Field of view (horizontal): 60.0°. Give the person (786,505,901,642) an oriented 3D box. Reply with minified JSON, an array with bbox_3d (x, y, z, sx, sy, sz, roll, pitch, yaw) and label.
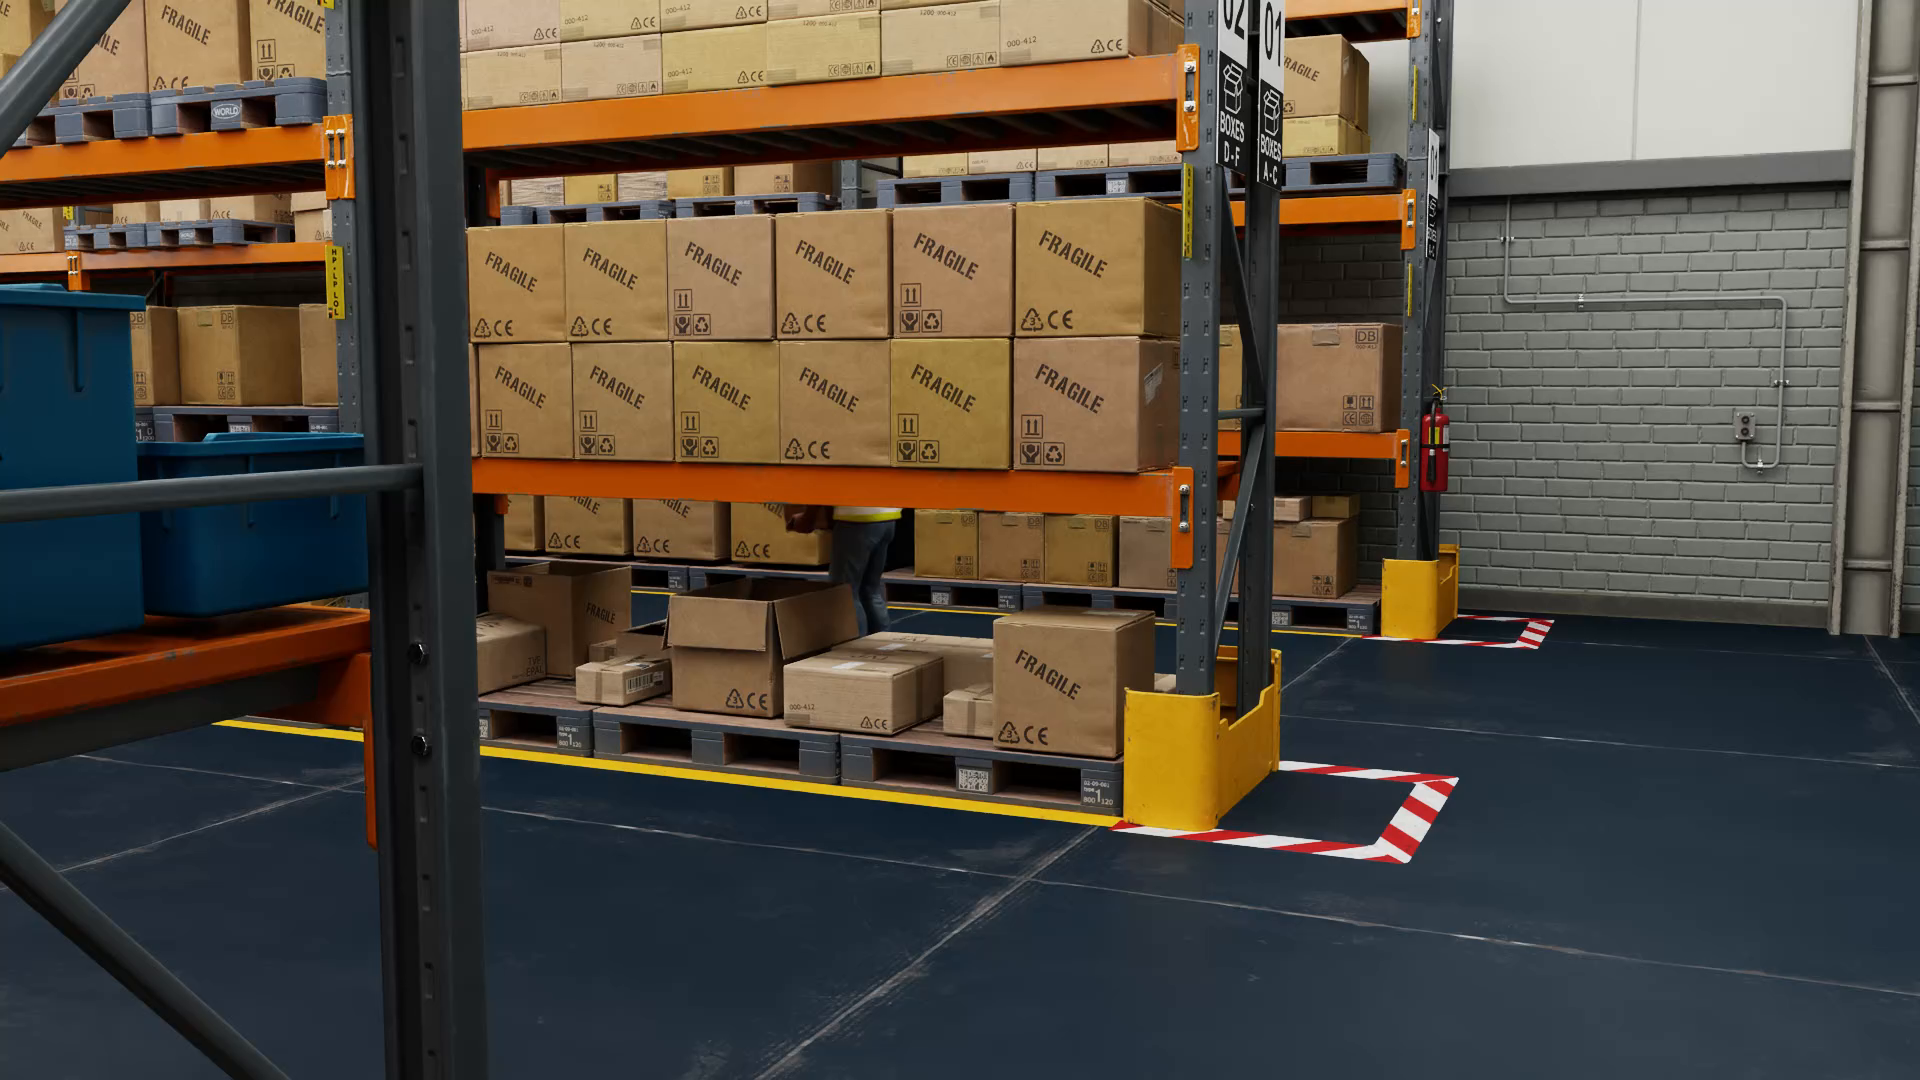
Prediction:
[{"bbox_3d":[-0.621,-0.094,8.933,0.575,1.756,0.505,2,6,23],"label":"person"}]
